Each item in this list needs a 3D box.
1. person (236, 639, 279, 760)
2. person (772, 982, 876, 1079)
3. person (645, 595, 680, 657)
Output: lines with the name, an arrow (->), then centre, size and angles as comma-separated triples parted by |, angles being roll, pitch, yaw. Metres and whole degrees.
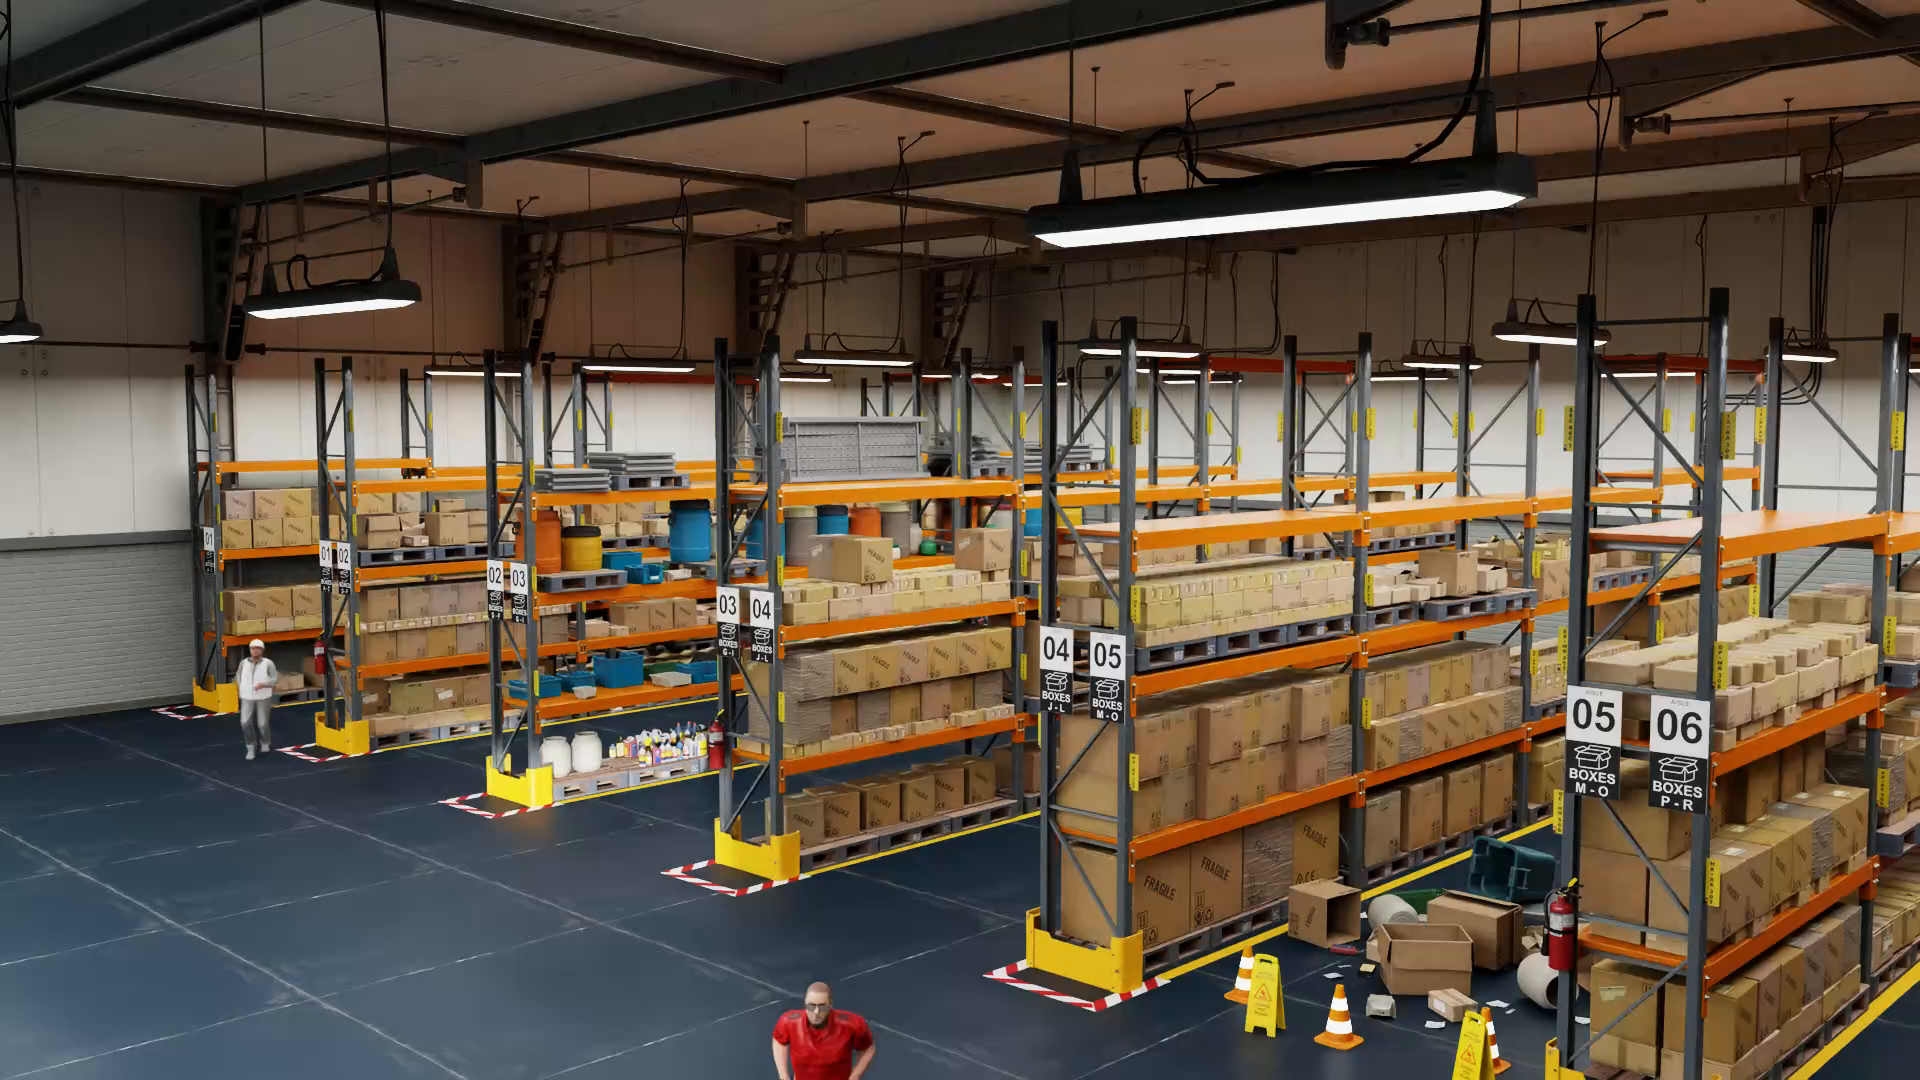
person -> -10.542, 2.394, 24.920 | 0.644, 1.820, 0.669 | -1, 4, -12
person -> -0.864, 3.553, 10.612 | 0.661, 1.678, 0.824 | 0, 4, -2
person -> -5.793, 1.850, 32.636 | 0.752, 1.744, 1.057 | 3, 5, 36
